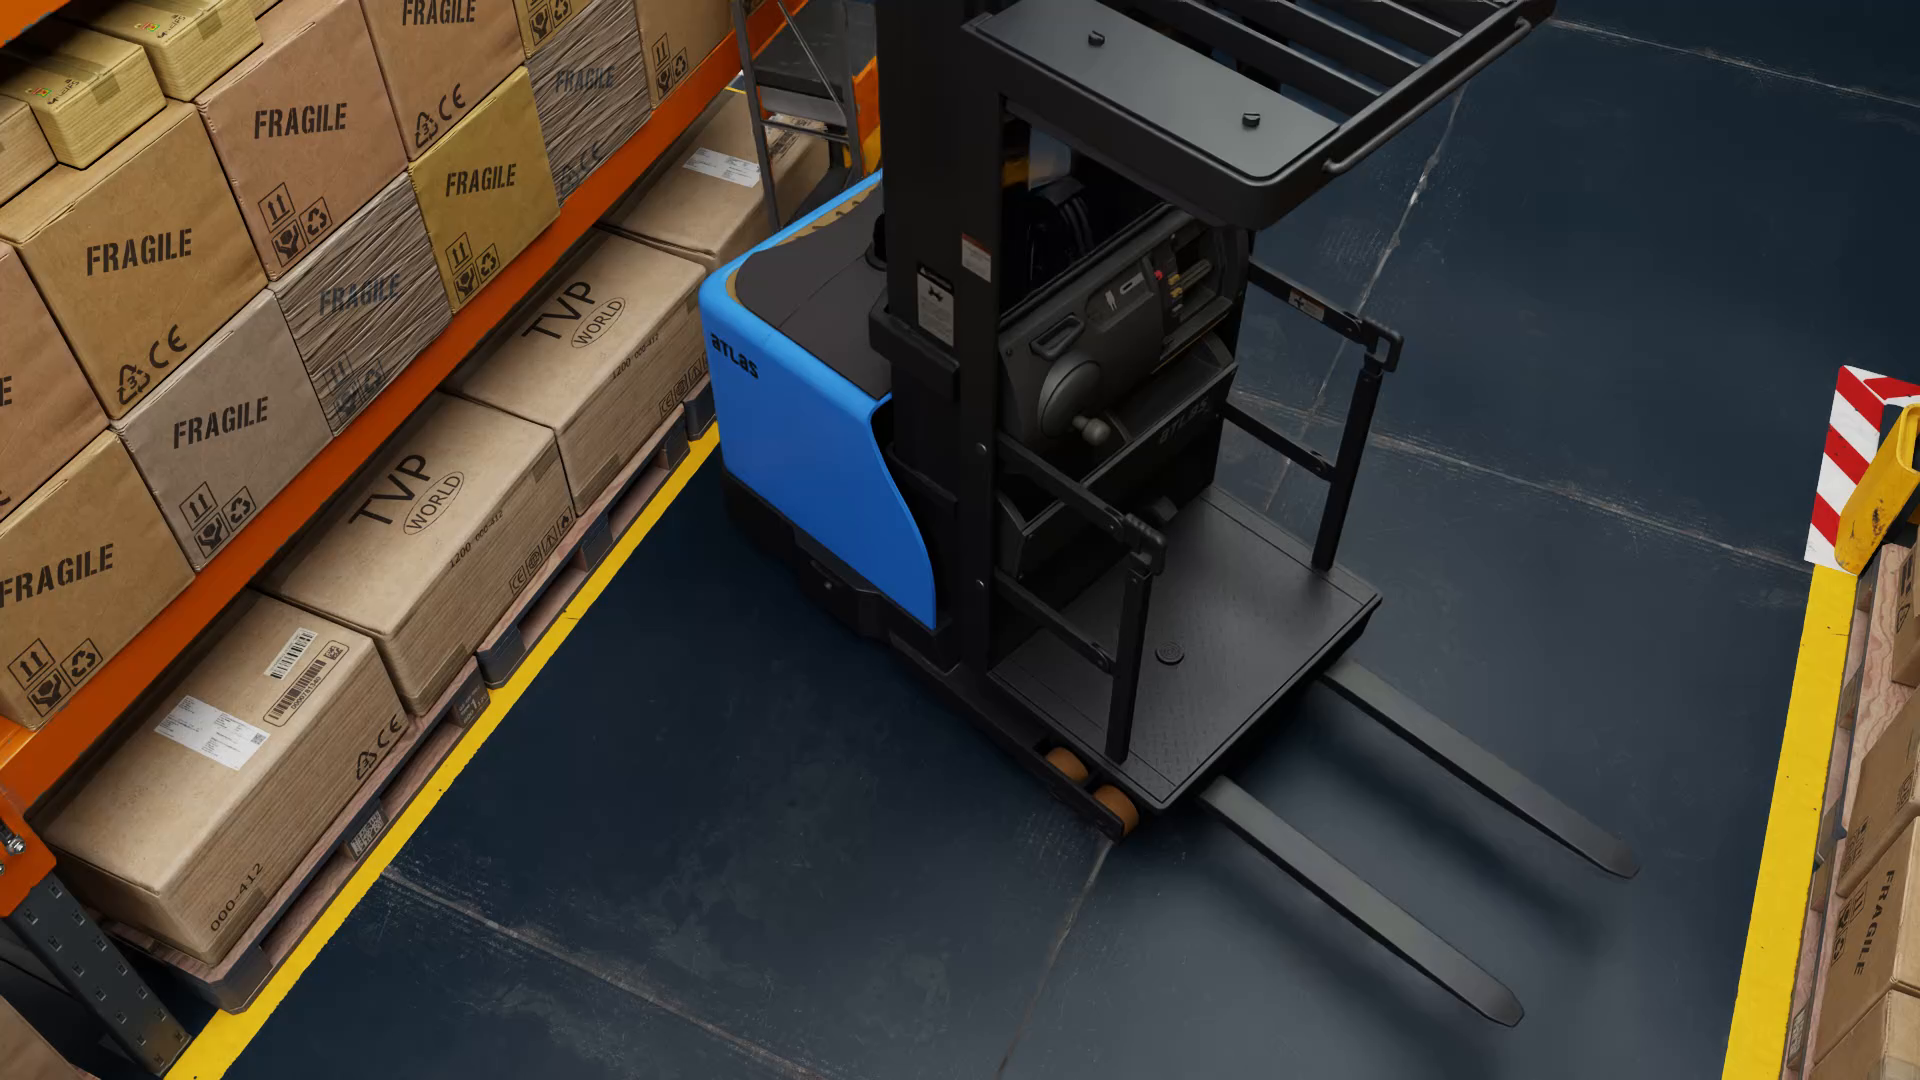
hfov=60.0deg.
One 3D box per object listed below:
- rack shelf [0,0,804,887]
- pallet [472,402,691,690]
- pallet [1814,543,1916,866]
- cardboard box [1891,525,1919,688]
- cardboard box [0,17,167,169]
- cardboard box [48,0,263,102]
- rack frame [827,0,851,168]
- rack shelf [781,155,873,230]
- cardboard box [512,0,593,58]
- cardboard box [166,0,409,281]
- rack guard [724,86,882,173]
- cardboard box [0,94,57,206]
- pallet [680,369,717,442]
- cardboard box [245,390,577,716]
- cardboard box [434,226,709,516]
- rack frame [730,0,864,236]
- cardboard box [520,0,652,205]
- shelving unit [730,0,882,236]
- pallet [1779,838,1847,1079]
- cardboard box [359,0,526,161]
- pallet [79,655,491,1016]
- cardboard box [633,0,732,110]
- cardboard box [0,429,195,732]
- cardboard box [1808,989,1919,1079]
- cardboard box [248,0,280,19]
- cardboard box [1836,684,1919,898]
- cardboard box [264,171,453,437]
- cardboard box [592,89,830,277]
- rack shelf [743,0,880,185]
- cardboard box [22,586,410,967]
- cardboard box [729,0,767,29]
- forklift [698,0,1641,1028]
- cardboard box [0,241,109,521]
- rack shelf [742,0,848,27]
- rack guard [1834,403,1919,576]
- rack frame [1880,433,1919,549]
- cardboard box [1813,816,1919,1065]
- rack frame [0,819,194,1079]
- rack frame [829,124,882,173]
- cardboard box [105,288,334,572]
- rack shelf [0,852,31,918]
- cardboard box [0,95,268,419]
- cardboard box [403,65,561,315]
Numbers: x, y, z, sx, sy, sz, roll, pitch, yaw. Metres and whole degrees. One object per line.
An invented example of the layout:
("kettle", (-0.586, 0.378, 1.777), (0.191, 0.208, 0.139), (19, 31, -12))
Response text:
("rack shelf", (-1.735, -0.862, 4.986), (1.077, 0.370, 4.000), (20, 52, 16))
("pallet", (-1.674, -0.155, 5.743), (1.003, 0.211, 1.213), (20, 52, 16))
("pallet", (3.237, 0.646, 5.062), (1.003, 0.211, 1.213), (20, 52, 16))
("cardboard box", (3.262, 0.204, 4.970), (0.797, 0.503, 0.637), (18, 52, 15))
("cardboard box", (-1.892, -0.940, 3.432), (0.380, 0.149, 0.250), (19, 52, 16))
("cardboard box", (-1.753, -1.113, 3.580), (0.380, 0.149, 0.250), (18, 52, 15))
("rack frame", (-0.880, -2.472, 5.884), (1.000, 3.000, 0.127), (20, 52, 16))
("rack shelf", (-0.370, -1.040, 6.173), (0.431, 0.518, 0.480), (16, 51, 18))
("cardboard box", (-1.282, -1.710, 4.513), (0.500, 0.500, 0.500), (20, 52, 16))
("cardboard box", (-1.716, -1.018, 3.924), (0.500, 0.500, 0.500), (21, 53, 17))
("rack guard", (-0.870, -1.678, 6.850), (1.175, 0.500, 0.348), (20, 52, 16))
("cardboard box", (-2.054, -0.789, 3.303), (0.380, 0.149, 0.250), (19, 52, 16))
("pallet", (-1.151, -0.992, 6.456), (1.003, 0.211, 1.213), (20, 52, 16))
("cardboard box", (-1.842, -0.037, 5.219), (0.875, 0.438, 0.875), (18, 52, 15))
("cardboard box", (-1.455, -0.658, 5.747), (0.875, 0.438, 0.875), (21, 53, 17))
("rack frame", (-0.511, -1.347, 5.499), (0.400, 2.100, 0.015), (16, 51, 18))
("cardboard box", (-1.286, -1.388, 4.896), (0.500, 0.500, 0.500), (21, 53, 17))
("shelving unit", (-0.411, -1.516, 5.644), (0.431, 2.100, 0.503), (16, 51, 18))
("pallet", (2.714, 1.483, 4.350), (1.003, 0.211, 1.213), (20, 52, 16))
("cardboard box", (-1.499, -1.364, 4.219), (0.500, 0.500, 0.500), (19, 52, 16))
("pallet", (-2.194, 0.688, 5.026), (1.003, 0.211, 1.213), (20, 52, 16))
("cardboard box", (-1.075, -1.745, 5.200), (0.500, 0.500, 0.500), (19, 52, 15))
("cardboard box", (-2.152, 0.012, 3.704), (0.500, 0.500, 0.500), (21, 53, 17))
("cardboard box", (2.418, 1.496, 3.873), (0.700, 0.500, 0.500), (18, 52, 15))
("cardboard box", (-1.719, -1.313, 3.750), (0.380, 0.149, 0.250), (20, 52, 16))
("cardboard box", (2.862, 0.781, 4.482), (0.700, 0.500, 0.500), (22, 53, 18))
("cardboard box", (-1.715, -0.673, 4.288), (0.500, 0.500, 0.500), (20, 53, 16))
("cardboard box", (-1.072, -1.291, 6.285), (0.875, 0.438, 0.875), (18, 52, 15))
("rack shelf", (-0.410, -1.507, 5.654), (0.431, 0.518, 0.480), (16, 51, 18))
("cardboard box", (-2.224, 0.579, 4.694), (0.875, 0.438, 0.875), (19, 52, 16))
("cardboard box", (-0.847, -2.086, 5.490), (0.500, 0.500, 0.500), (20, 53, 16))
("forklift", (0.598, -0.509, 4.258), (3.031, 2.935, 1.130), (36, 59, 27))
("cardboard box", (-2.167, -0.323, 3.333), (0.500, 0.500, 0.500), (20, 53, 16))
("rack shelf", (-0.451, -1.975, 5.135), (0.431, 0.518, 0.480), (16, 51, 18))
("rack guard", (3.577, 0.003, 5.419), (1.175, 0.500, 0.348), (20, 52, 16))
("rack frame", (3.609, -0.859, 4.512), (1.000, 3.000, 0.127), (20, 52, 16))
("cardboard box", (2.545, 1.112, 4.200), (0.500, 0.500, 0.500), (21, 53, 17))
("rack frame", (-2.589, 0.282, 3.540), (1.000, 3.000, 0.127), (20, 52, 16))
("rack frame", (-0.312, -1.686, 5.788), (0.400, 2.100, 0.015), (16, 51, 18))
("cardboard box", (-1.933, -0.333, 3.998), (0.500, 0.500, 0.500), (20, 53, 16))
("rack shelf", (-3.444, 1.893, 2.642), (1.077, 0.370, 4.000), (20, 52, 16))
("cardboard box", (-1.946, -0.669, 3.627), (0.500, 0.500, 0.500), (19, 52, 16))
("cardboard box", (-1.495, -1.028, 4.590), (0.500, 0.500, 0.500), (21, 53, 17))
